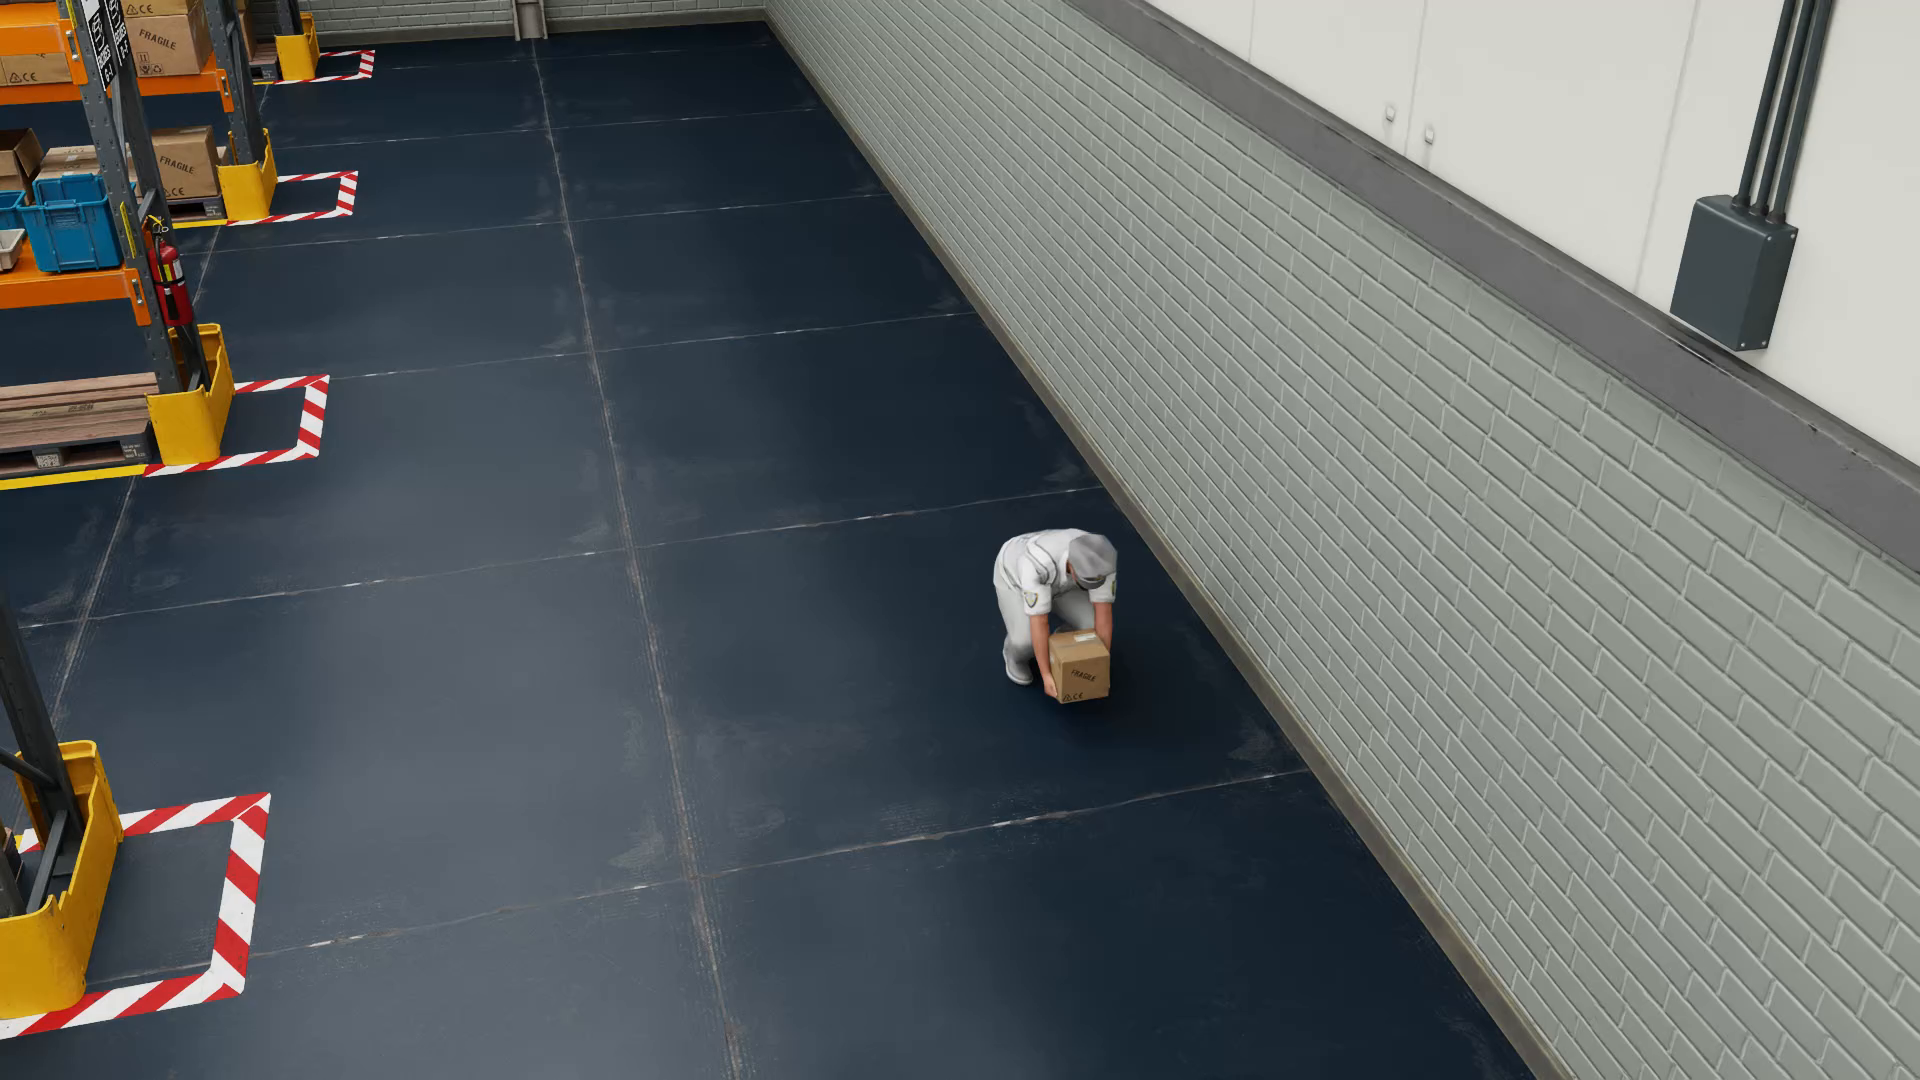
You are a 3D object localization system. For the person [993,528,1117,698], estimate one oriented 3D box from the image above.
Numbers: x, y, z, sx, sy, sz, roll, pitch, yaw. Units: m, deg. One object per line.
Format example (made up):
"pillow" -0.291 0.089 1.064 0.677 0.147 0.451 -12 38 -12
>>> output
"person" 0.491 0.296 8.465 0.534 1.022 0.925 -9 31 -14
